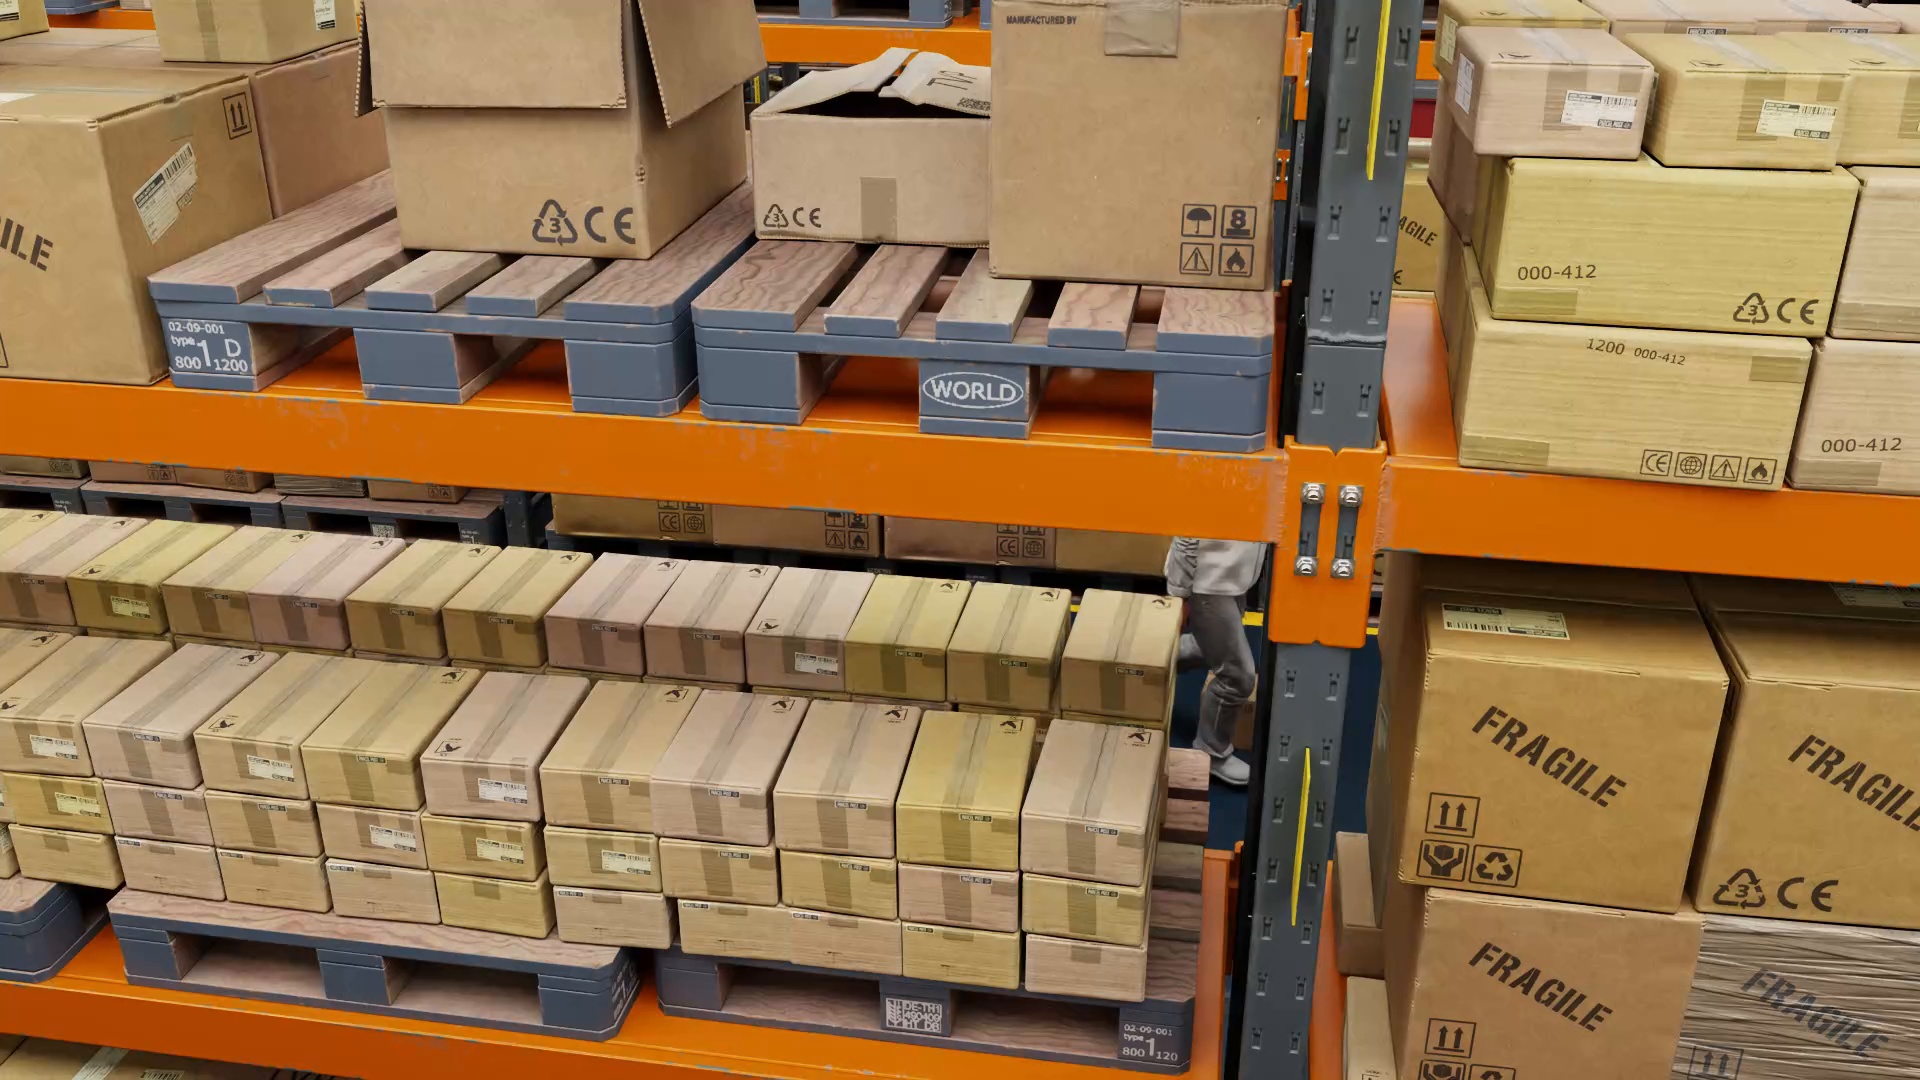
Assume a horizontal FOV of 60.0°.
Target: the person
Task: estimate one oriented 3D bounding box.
[{"bbox_3d":[0.959,0.117,6.810,0.799,1.737,0.570,14,28,28],"label":"person"}]
